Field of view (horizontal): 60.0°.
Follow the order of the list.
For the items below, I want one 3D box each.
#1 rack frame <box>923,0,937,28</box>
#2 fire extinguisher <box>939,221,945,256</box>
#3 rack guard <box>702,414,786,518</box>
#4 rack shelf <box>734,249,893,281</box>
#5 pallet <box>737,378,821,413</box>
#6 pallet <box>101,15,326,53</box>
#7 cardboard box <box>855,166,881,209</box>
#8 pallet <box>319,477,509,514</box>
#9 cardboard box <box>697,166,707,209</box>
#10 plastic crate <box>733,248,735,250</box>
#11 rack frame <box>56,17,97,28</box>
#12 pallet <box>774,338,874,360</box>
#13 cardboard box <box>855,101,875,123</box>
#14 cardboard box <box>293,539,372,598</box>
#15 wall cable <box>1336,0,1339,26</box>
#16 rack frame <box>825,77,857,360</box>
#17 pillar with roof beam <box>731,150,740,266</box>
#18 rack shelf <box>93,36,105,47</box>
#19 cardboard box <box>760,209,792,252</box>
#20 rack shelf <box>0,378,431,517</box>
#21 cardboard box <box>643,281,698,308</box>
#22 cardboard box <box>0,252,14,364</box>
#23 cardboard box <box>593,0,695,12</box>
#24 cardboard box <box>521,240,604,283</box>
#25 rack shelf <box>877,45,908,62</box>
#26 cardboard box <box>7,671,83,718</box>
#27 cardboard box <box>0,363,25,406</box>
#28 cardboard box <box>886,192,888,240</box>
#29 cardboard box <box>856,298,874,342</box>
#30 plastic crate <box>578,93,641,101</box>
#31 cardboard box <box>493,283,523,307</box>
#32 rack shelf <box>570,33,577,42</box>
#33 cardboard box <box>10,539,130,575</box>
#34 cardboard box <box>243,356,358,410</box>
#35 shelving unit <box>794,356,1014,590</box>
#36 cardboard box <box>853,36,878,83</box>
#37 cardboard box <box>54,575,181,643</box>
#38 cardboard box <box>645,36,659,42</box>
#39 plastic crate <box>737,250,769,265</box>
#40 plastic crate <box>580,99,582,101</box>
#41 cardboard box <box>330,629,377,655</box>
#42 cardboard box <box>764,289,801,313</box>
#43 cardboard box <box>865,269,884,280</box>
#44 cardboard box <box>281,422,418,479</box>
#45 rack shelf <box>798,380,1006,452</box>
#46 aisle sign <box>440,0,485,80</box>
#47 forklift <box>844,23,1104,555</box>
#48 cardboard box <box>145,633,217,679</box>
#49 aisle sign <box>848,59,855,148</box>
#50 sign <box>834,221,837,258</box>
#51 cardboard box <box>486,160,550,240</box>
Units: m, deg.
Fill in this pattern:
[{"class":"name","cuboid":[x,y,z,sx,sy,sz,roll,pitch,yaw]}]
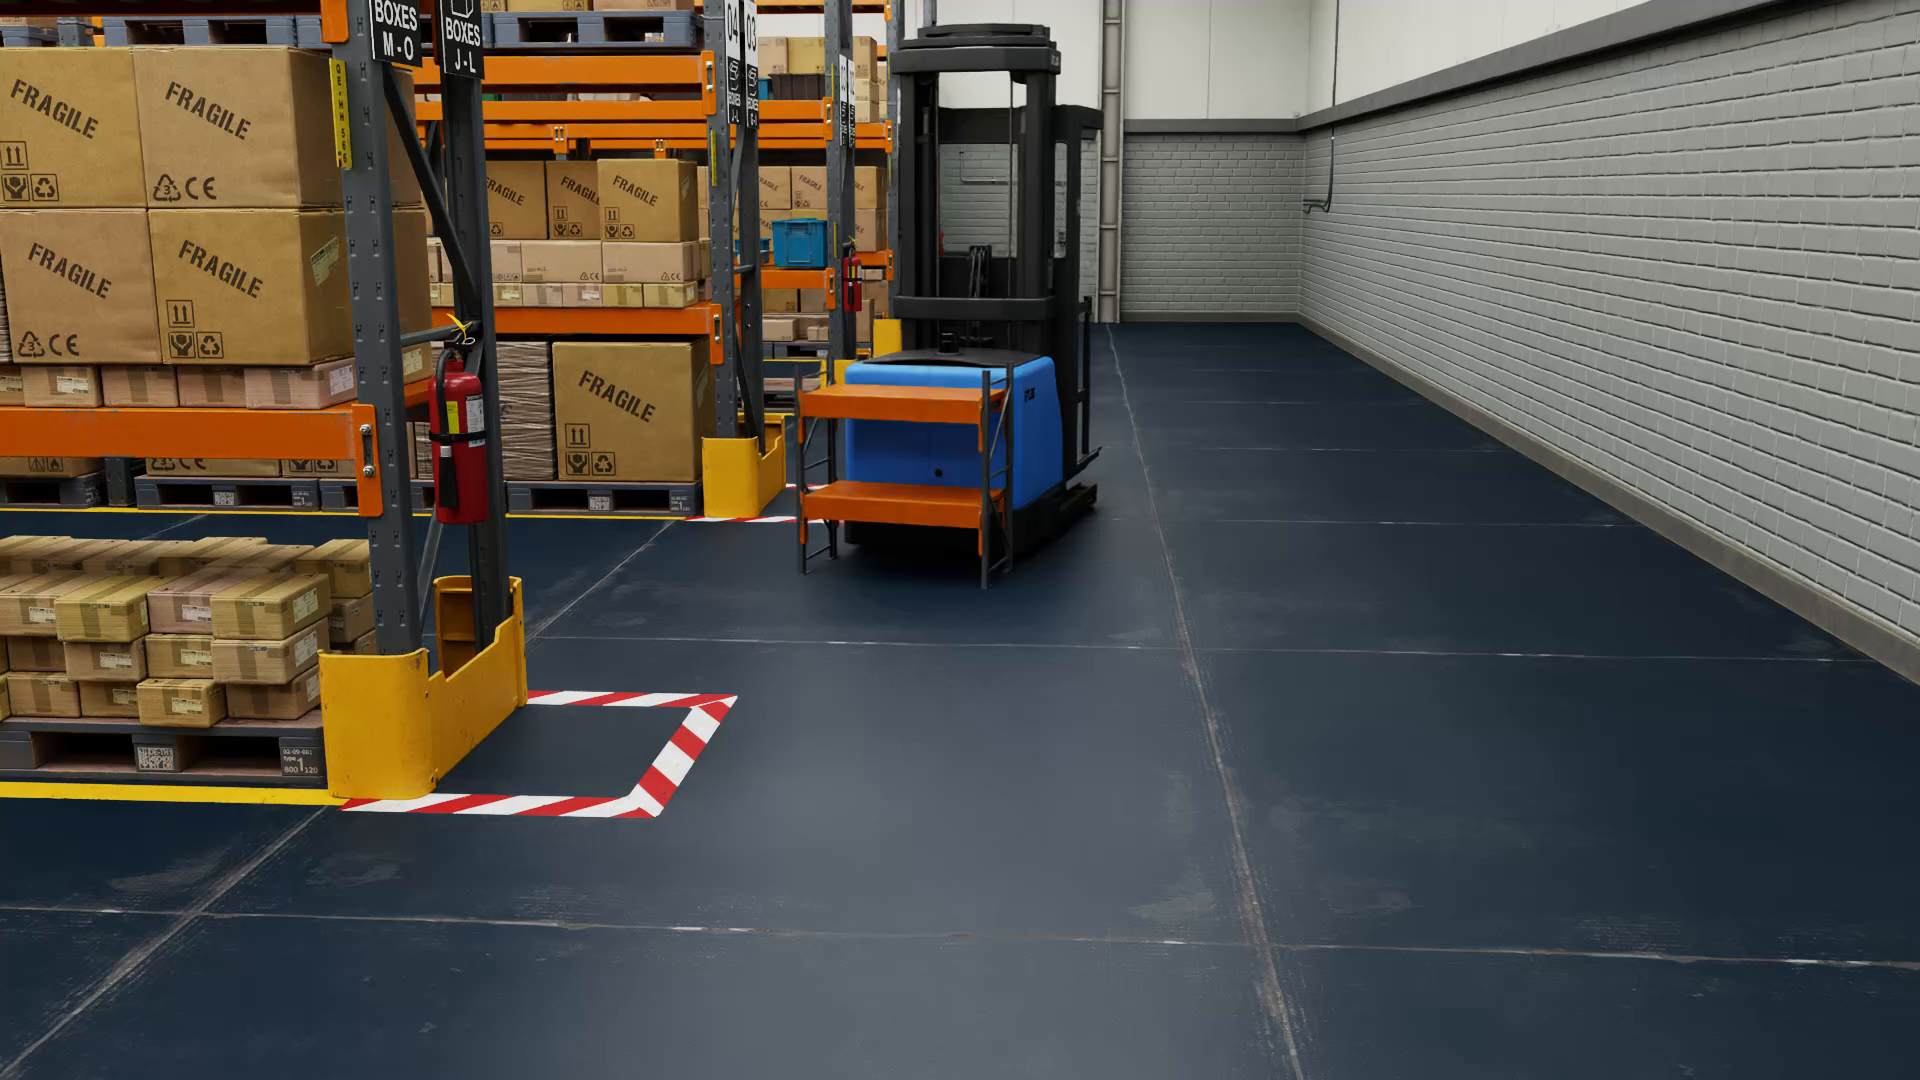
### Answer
[{"class":"rack frame","cuboid":[-0.439,-7.698,24.589,0.127,3.000,1.000,1,12,4]},{"class":"fire extinguisher","cuboid":[-0.320,-4.445,24.789,0.183,0.674,0.296,1,12,4]},{"class":"rack guard","cuboid":[-1.408,-0.502,10.945,0.348,0.500,1.175,1,12,4]},{"class":"rack shelf","cuboid":[-2.762,-3.425,20.570,4.000,0.370,1.077,1,12,4]},{"class":"pallet","cuboid":[-1.921,-1.392,15.906,1.213,0.211,1.003,1,12,4]},{"class":"pallet","cuboid":[-4.608,-3.192,10.591,1.213,0.211,1.003,1,12,4]},{"class":"cardboard box","cuboid":[-1.229,-4.238,20.014,0.500,0.500,0.500,1,12,3]},{"class":"pallet","cuboid":[-3.449,-0.373,11.035,1.213,0.211,1.003,1,12,4]},{"class":"cardboard box","cuboid":[-3.278,-4.264,20.142,0.500,0.500,0.500,0,12,2]},{"class":"plastic crate","cuboid":[-2.317,-2.739,16.033,0.298,0.136,0.250,1,12,4]},{"class":"rack frame","cuboid":[-5.423,-4.717,10.338,0.127,3.000,1.000,1,12,4]},{"class":"pallet","cuboid":[-1.638,-2.396,20.707,1.213,0.211,1.003,1,12,4]},{"class":"cardboard box","cuboid":[-1.297,-5.097,19.850,0.500,0.250,0.500,1,12,4]},{"class":"cardboard box","cuboid":[-2.364,0.108,6.408,0.250,0.149,0.380,0,12,1]},{"class":"wall cable","cuboid":[5.000,-7.947,21.029,0.112,2.526,3.097,1,12,4]},{"class":"rack frame","cuboid":[-1.101,-2.737,15.528,0.127,3.000,1.000,1,12,4]},{"class":"pillar with roof beam","cuboid":[-3.962,-7.040,21.446,0.400,9.000,9.100,1,12,4]},{"class":"rack shelf","cuboid":[-14.408,-7.536,25.579,4.000,0.370,1.077,1,12,4]},{"class":"cardboard box","cuboid":[-2.247,-3.763,20.187,0.500,0.500,0.500,1,12,4]},{"class":"rack shelf","cuboid":[-3.860,-0.389,6.058,4.000,0.370,1.077,1,12,4]},{"class":"cardboard box","cuboid":[-1.809,-1.540,10.418,0.250,0.149,0.380,1,12,5]},{"class":"cardboard box","cuboid":[-3.350,-0.875,5.654,0.500,0.500,0.500,1,12,4]},{"class":"cardboard box","cuboid":[-1.955,-3.493,10.302,0.500,0.500,0.700,0,12,0]},{"class":"cardboard box","cuboid":[-2.439,-1.757,10.482,0.500,0.250,0.500,1,12,3]},{"class":"rack shelf","cuboid":[-2.435,-7.177,24.835,4.000,0.370,1.077,1,12,4]},{"class":"cardboard box","cuboid":[-3.172,0.507,5.956,0.250,0.149,0.380,1,12,4]},{"class":"cardboard box","cuboid":[-3.223,-0.557,5.719,0.250,0.149,0.380,0,12,1]},{"class":"cardboard box","cuboid":[-0.949,-4.913,25.197,0.700,0.700,0.980,1,12,6]},{"class":"cardboard box","cuboid":[-1.325,-2.698,20.371,0.500,0.500,0.500,1,12,4]},{"class":"plastic crate","cuboid":[-3.179,-4.054,15.141,0.530,0.136,0.437,1,12,4]},{"class":"cardboard box","cuboid":[-2.829,-1.554,10.484,0.250,0.149,0.380,1,12,2]},{"class":"rack shelf","cuboid":[-6.753,-6.220,20.258,4.000,0.370,1.077,1,12,4]},{"class":"cardboard box","cuboid":[-3.419,0.107,6.413,0.250,0.149,0.380,1,12,6]},{"class":"cardboard box","cuboid":[-2.209,-0.537,5.625,0.250,0.149,0.380,1,12,4]},{"class":"shelving unit","cuboid":[-0.289,-0.374,8.811,1.048,1.125,0.538,4,12,17]},{"class":"cardboard box","cuboid":[-1.280,-5.760,19.964,0.500,0.500,0.700,1,12,4]},{"class":"cardboard box","cuboid":[-2.923,0.237,5.794,0.250,0.149,0.380,1,12,2]},{"class":"cardboard box","cuboid":[-3.780,-5.776,20.042,0.500,0.500,0.700,1,12,4]},{"class":"plastic crate","cuboid":[-1.927,-2.612,15.426,0.243,0.136,0.396,1,12,4]},{"class":"plastic crate","cuboid":[-3.292,-4.241,15.680,0.530,0.282,0.437,1,12,4]},{"class":"cardboard box","cuboid":[-2.366,0.404,6.449,0.250,0.149,0.380,1,12,5]},{"class":"cardboard box","cuboid":[-2.678,-3.752,25.457,0.500,0.500,0.700,1,12,5]},{"class":"cardboard box","cuboid":[-1.285,-4.015,25.129,0.250,0.149,0.380,1,12,3]},{"class":"cardboard box","cuboid":[-3.872,-0.908,10.947,0.875,0.875,0.875,1,12,4]},{"class":"rack shelf","cuboid":[-0.289,-0.661,8.751,1.000,0.278,0.538,4,12,17]},{"class":"aisle sign","cuboid":[-1.772,-2.046,5.876,0.004,0.787,0.394,1,12,4]},{"class":"forklift","cuboid":[0.254,-1.611,10.310,1.130,2.935,3.031,3,12,16]},{"class":"cardboard box","cuboid":[-2.667,0.367,5.898,0.250,0.149,0.380,1,12,2]},{"class":"aisle sign","cuboid":[-1.010,-4.070,15.547,0.004,0.787,0.394,1,12,4]},{"class":"sign","cuboid":[-1.122,-2.705,14.973,0.005,0.325,0.100,1,12,4]},{"class":"cardboard box","cuboid":[-2.909,-2.239,10.955,0.500,0.500,0.500,0,12,2]}]
